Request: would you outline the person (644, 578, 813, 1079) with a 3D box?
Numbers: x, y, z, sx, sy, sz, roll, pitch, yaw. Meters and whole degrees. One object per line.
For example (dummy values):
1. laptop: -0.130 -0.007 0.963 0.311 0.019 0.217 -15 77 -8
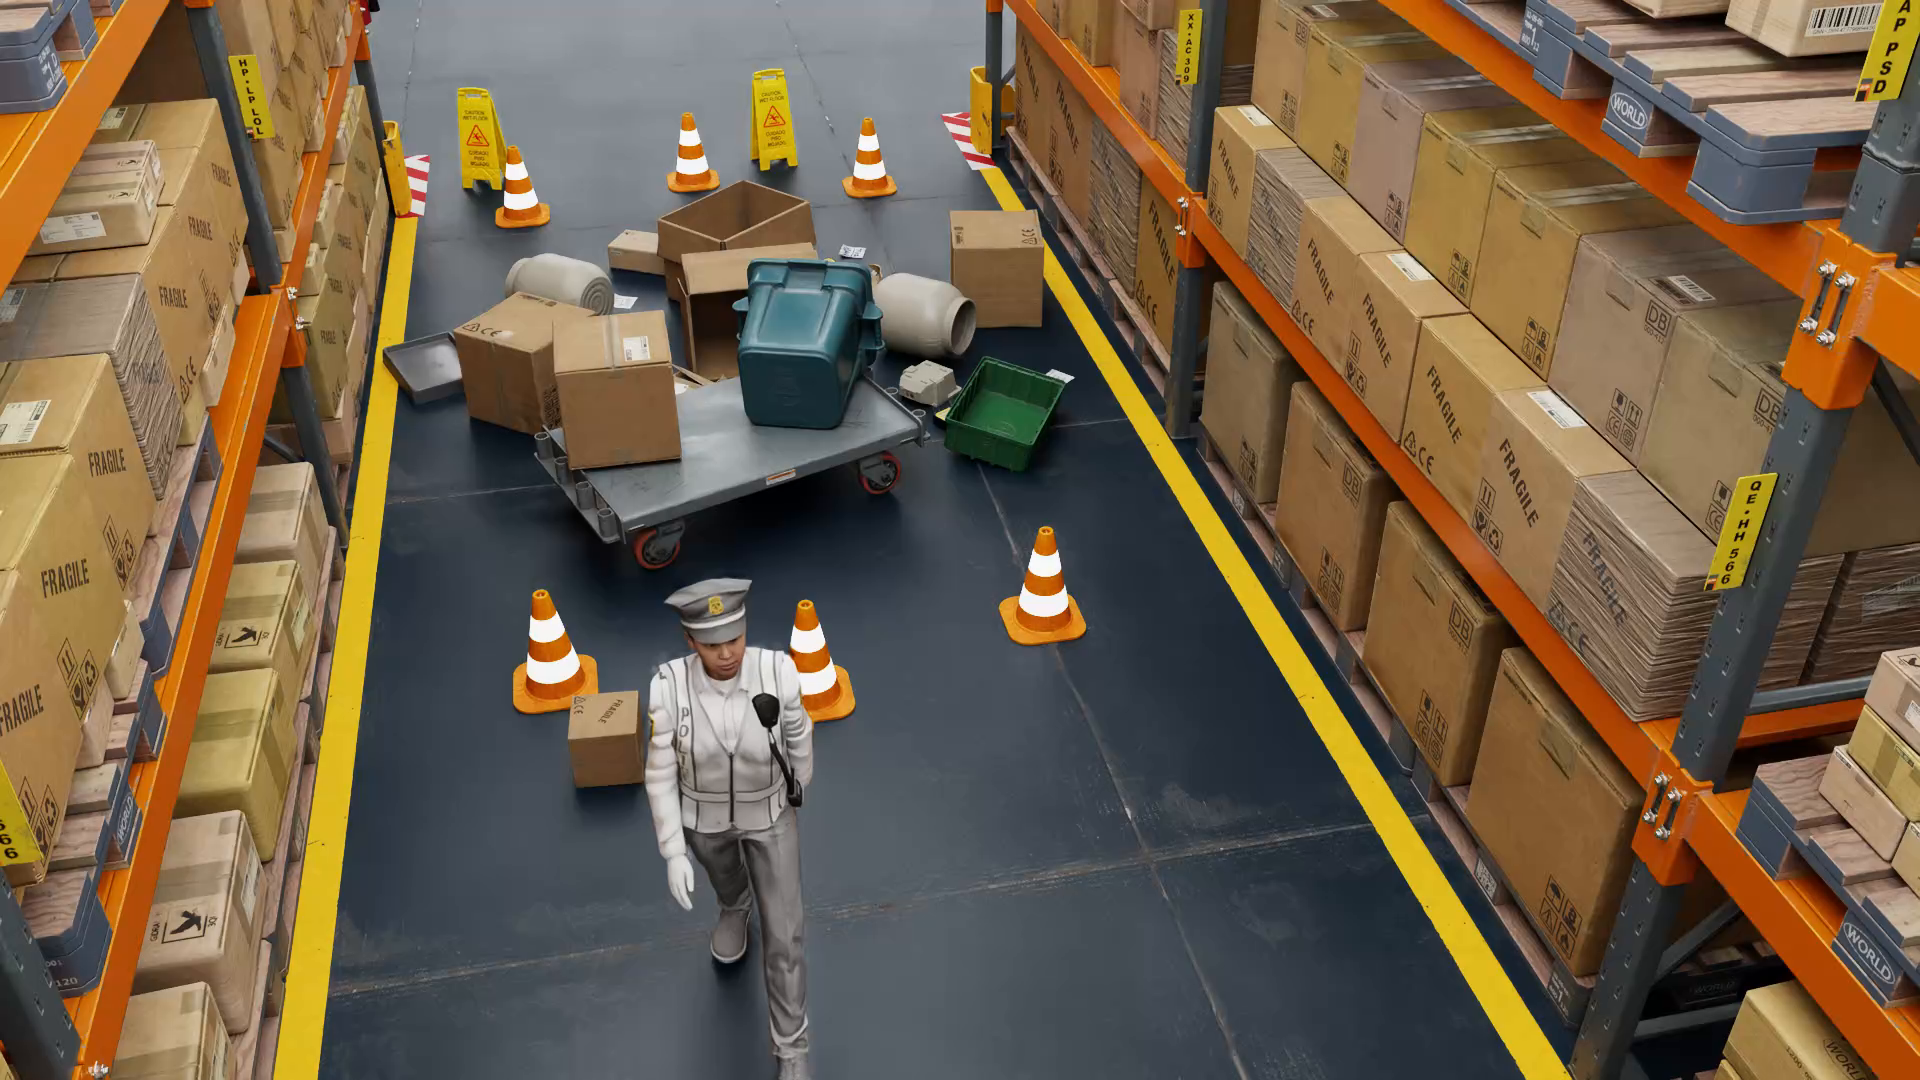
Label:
1. person: -0.661 0.835 4.879 0.482 1.660 0.922 -3 35 -4
